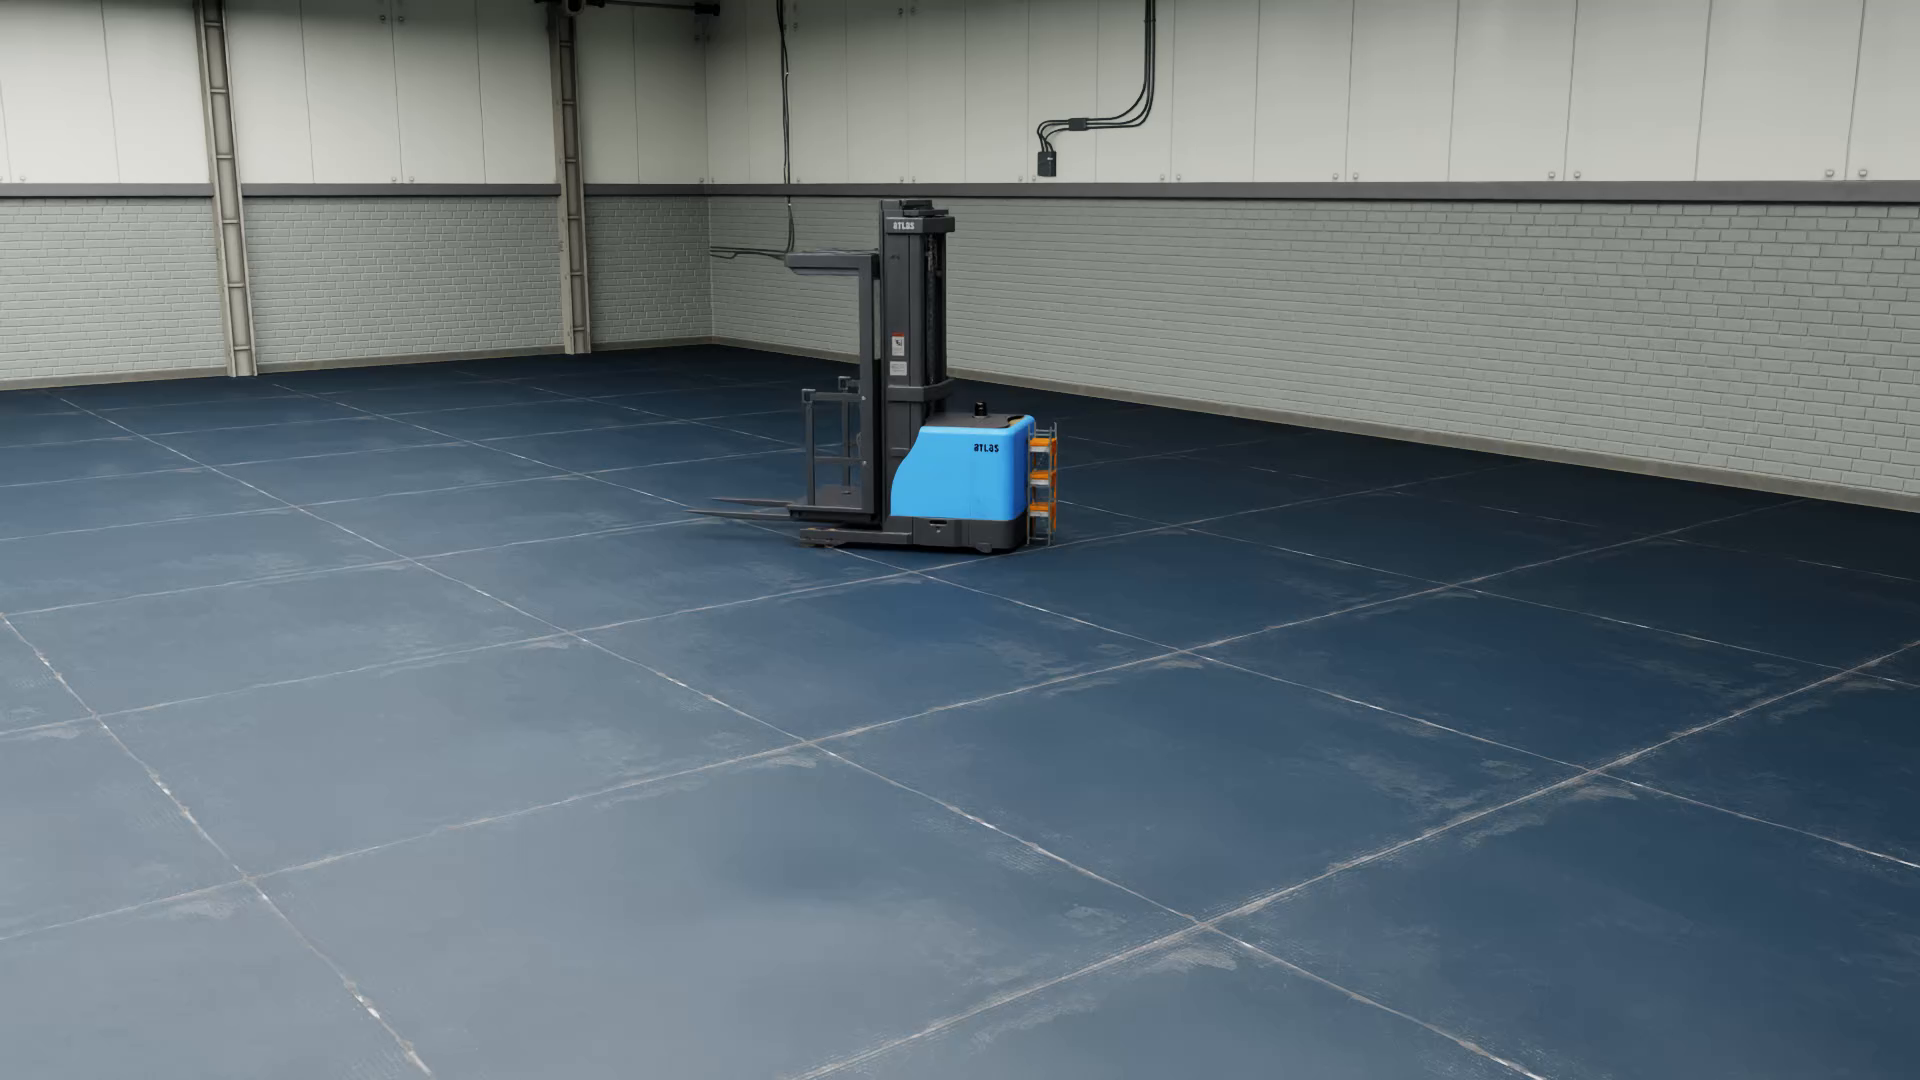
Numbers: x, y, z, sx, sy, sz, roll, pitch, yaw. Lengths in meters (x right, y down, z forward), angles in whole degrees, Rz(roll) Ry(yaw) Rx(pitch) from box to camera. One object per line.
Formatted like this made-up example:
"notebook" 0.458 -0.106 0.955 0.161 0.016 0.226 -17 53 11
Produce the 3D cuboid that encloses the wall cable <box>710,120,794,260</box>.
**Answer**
"wall cable" -4.017 -6.544 31.258 0.112 2.526 3.097 -9 15 -38

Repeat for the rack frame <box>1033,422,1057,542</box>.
"rack frame" 0.738 -0.505 14.480 0.200 1.050 0.008 3 12 14

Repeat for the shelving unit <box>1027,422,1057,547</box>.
"shelving unit" 0.708 -0.481 14.365 0.215 1.050 0.252 3 12 14

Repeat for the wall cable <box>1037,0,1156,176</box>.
"wall cable" 1.901 -8.185 23.322 0.169 6.003 2.305 -9 15 -38

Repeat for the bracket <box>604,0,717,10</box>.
"bracket" -5.209 -9.883 30.841 3.189 0.066 0.076 -9 15 -38

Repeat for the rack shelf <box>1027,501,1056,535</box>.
"rack shelf" 0.708 -0.199 14.425 0.215 0.259 0.240 3 12 14

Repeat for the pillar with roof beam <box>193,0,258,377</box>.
"pillar with roof beam" -9.140 -6.418 23.191 0.400 9.000 9.100 -9 15 -38

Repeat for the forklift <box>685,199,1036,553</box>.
"forklift" -0.902 -1.466 14.476 3.031 2.935 1.130 3 12 14

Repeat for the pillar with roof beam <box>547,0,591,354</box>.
"pillar with roof beam" -4.454 -7.197 26.857 0.548 9.000 9.100 -9 15 -38

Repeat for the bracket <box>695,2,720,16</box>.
"bracket" -4.747 -9.960 31.202 0.430 0.232 0.235 -9 15 -38

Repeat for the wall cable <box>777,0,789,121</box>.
"wall cable" -2.327 -8.576 28.667 0.112 2.526 3.097 -9 15 -38

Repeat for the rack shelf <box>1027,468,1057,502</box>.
"rack shelf" 0.708 -0.470 14.367 0.215 0.259 0.240 3 12 14

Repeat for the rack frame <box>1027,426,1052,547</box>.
"rack frame" 0.679 -0.456 14.249 0.200 1.050 0.008 3 12 14

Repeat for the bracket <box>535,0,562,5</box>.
"bracket" -7.246 -9.545 29.247 0.430 0.232 0.235 -9 15 -38

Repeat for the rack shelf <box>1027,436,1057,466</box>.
"rack shelf" 0.709 -0.748 14.308 0.215 0.259 0.240 3 12 14

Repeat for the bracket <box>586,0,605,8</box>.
"bracket" -6.598 -9.652 29.754 0.430 0.232 0.235 -9 15 -38
